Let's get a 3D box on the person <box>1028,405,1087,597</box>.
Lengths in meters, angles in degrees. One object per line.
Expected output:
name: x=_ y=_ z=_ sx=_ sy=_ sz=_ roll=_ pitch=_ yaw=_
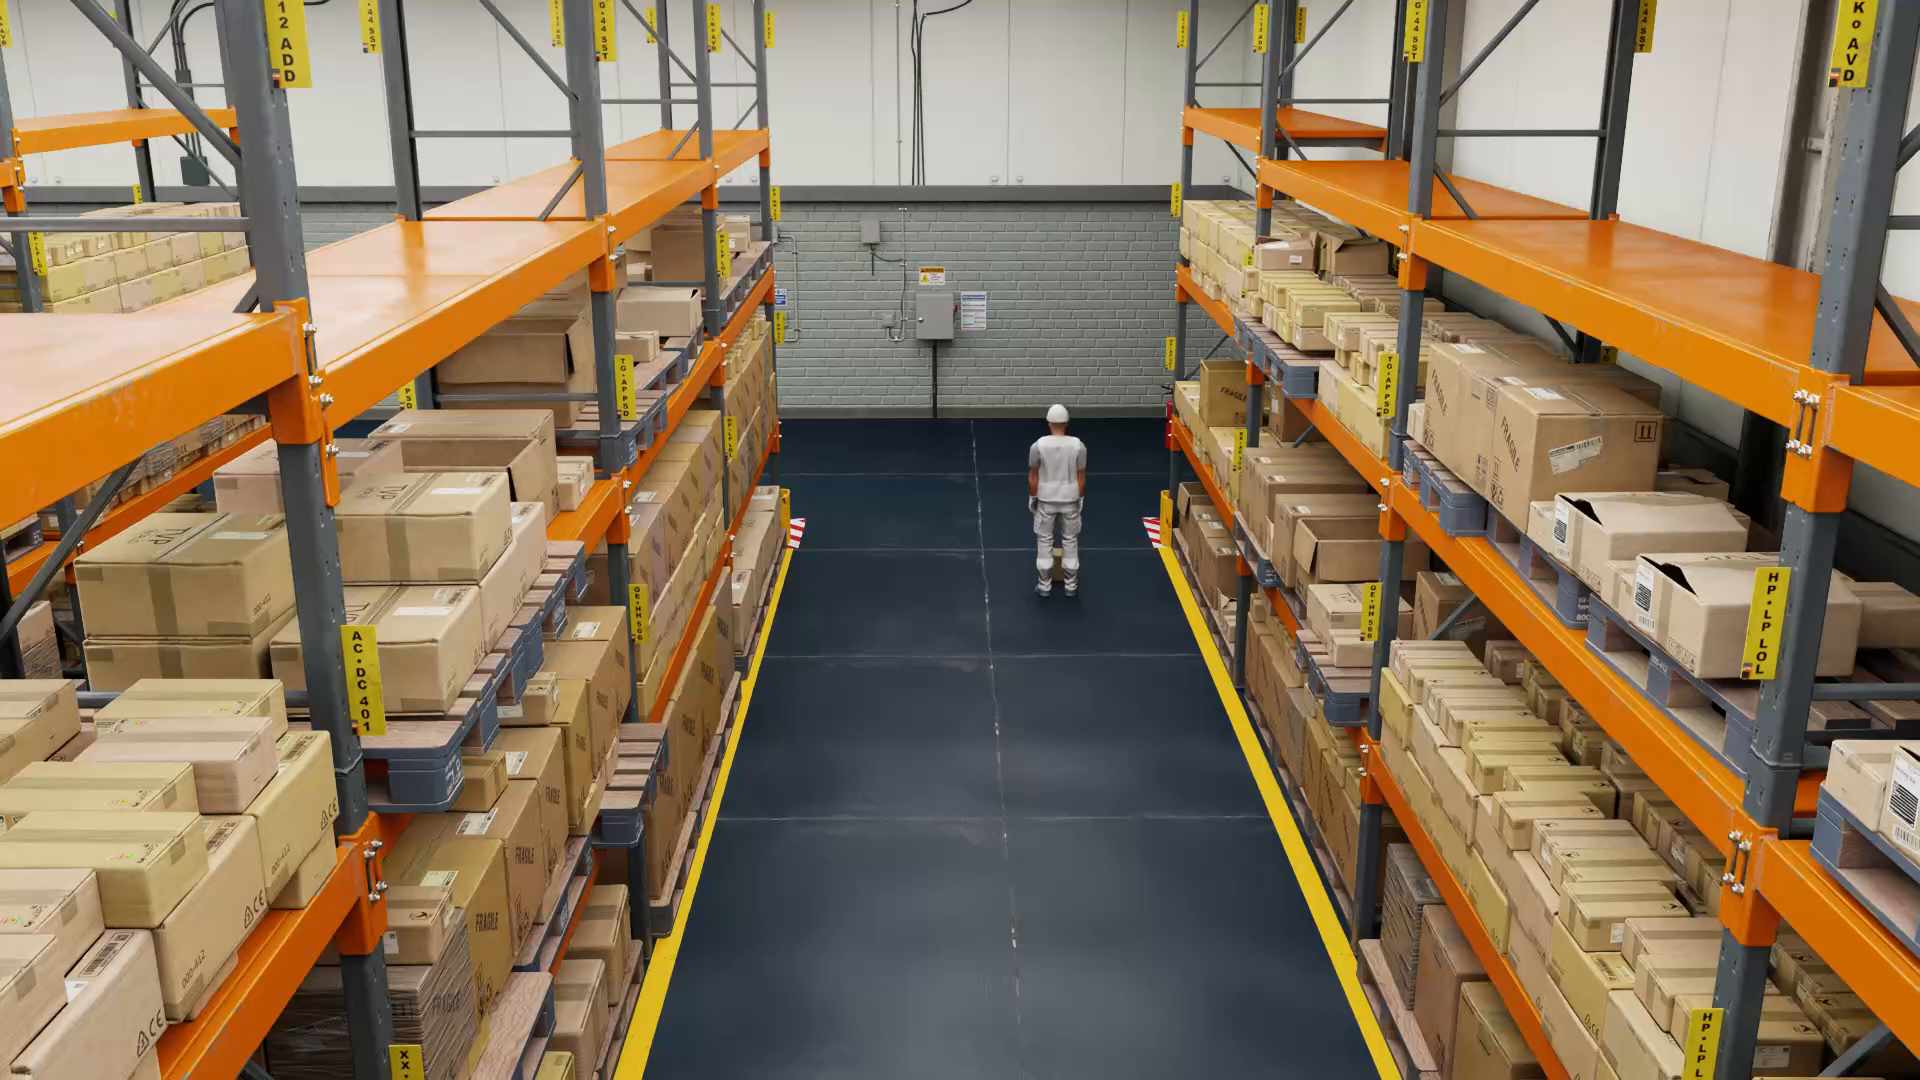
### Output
person: x=0.885 y=-0.358 z=15.189 sx=0.527 sy=1.783 sz=0.344 roll=0 pitch=17 yaw=0
